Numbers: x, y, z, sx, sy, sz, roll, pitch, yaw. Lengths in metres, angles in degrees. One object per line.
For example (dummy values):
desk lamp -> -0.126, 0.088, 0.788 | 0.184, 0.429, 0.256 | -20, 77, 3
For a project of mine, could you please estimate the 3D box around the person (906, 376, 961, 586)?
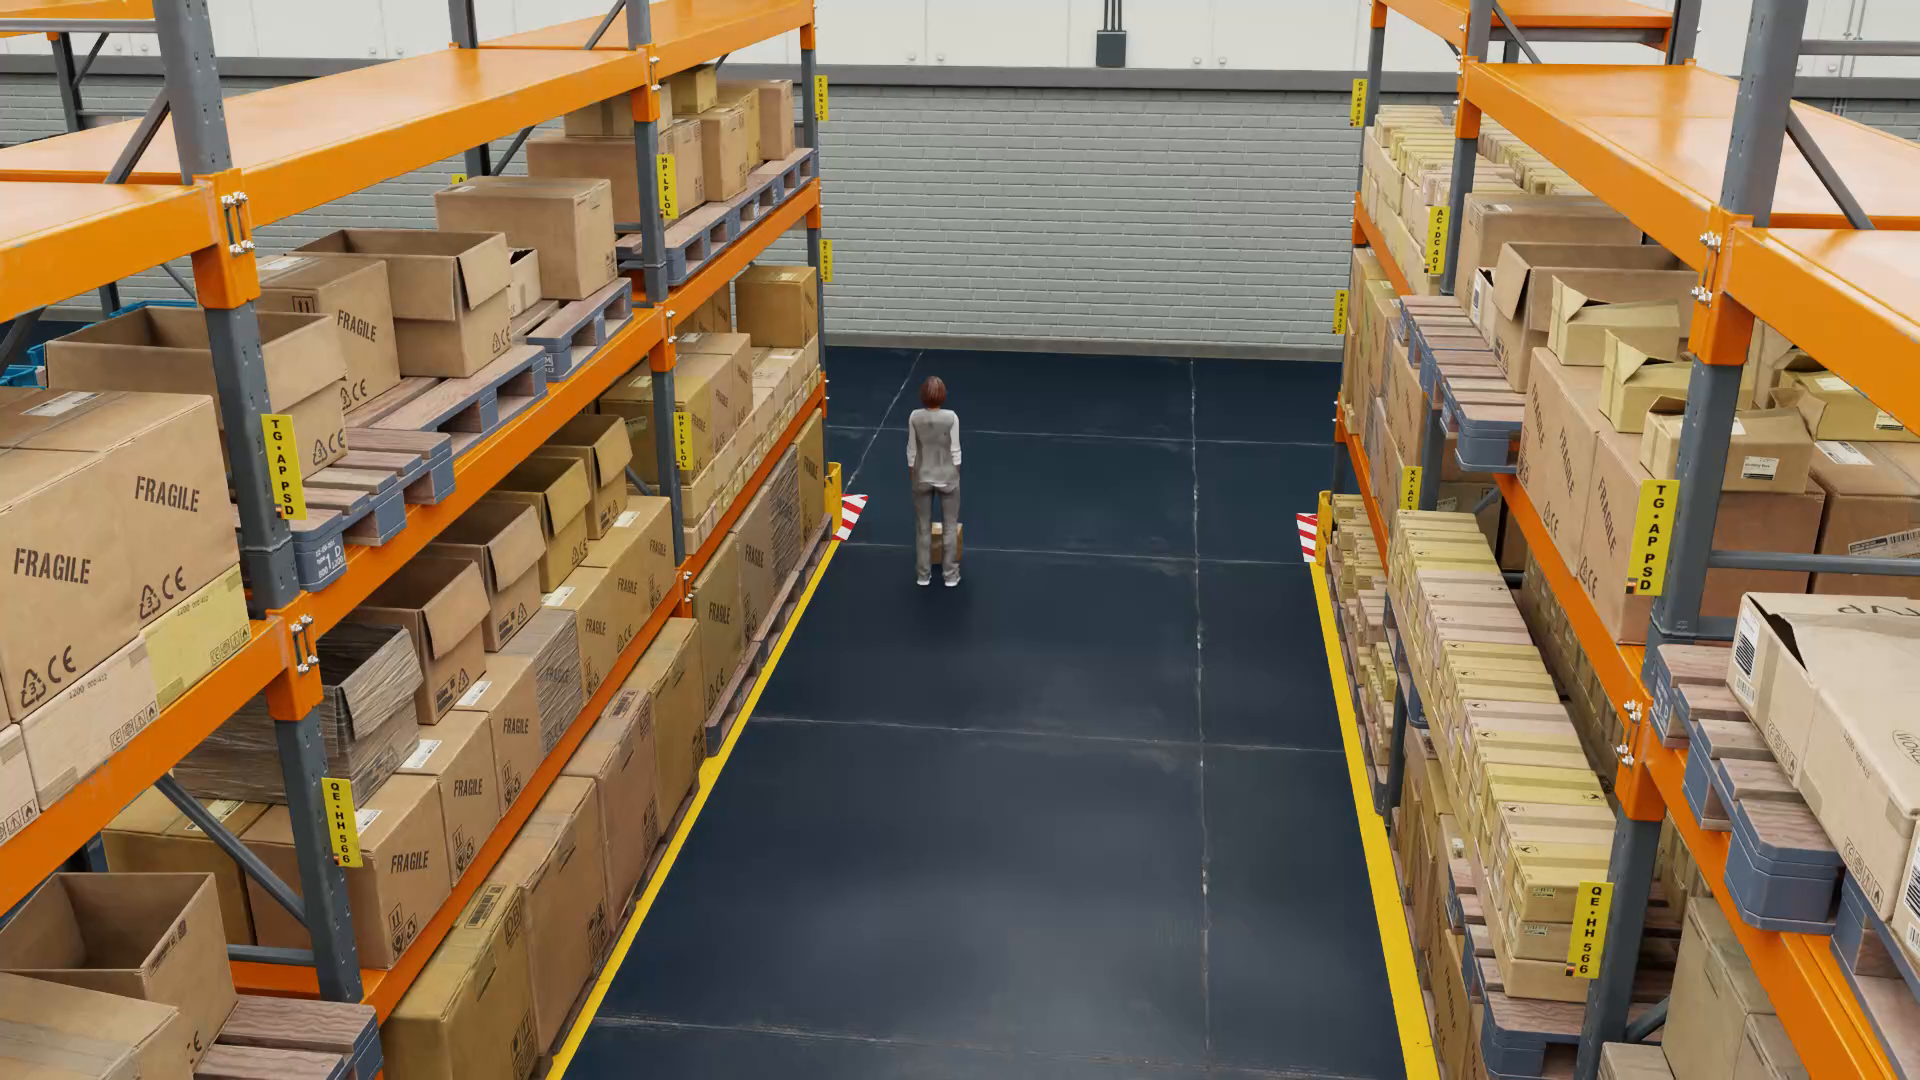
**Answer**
person -> -0.190, -0.426, 12.191 | 0.406, 1.594, 0.302 | 3, 22, 8
